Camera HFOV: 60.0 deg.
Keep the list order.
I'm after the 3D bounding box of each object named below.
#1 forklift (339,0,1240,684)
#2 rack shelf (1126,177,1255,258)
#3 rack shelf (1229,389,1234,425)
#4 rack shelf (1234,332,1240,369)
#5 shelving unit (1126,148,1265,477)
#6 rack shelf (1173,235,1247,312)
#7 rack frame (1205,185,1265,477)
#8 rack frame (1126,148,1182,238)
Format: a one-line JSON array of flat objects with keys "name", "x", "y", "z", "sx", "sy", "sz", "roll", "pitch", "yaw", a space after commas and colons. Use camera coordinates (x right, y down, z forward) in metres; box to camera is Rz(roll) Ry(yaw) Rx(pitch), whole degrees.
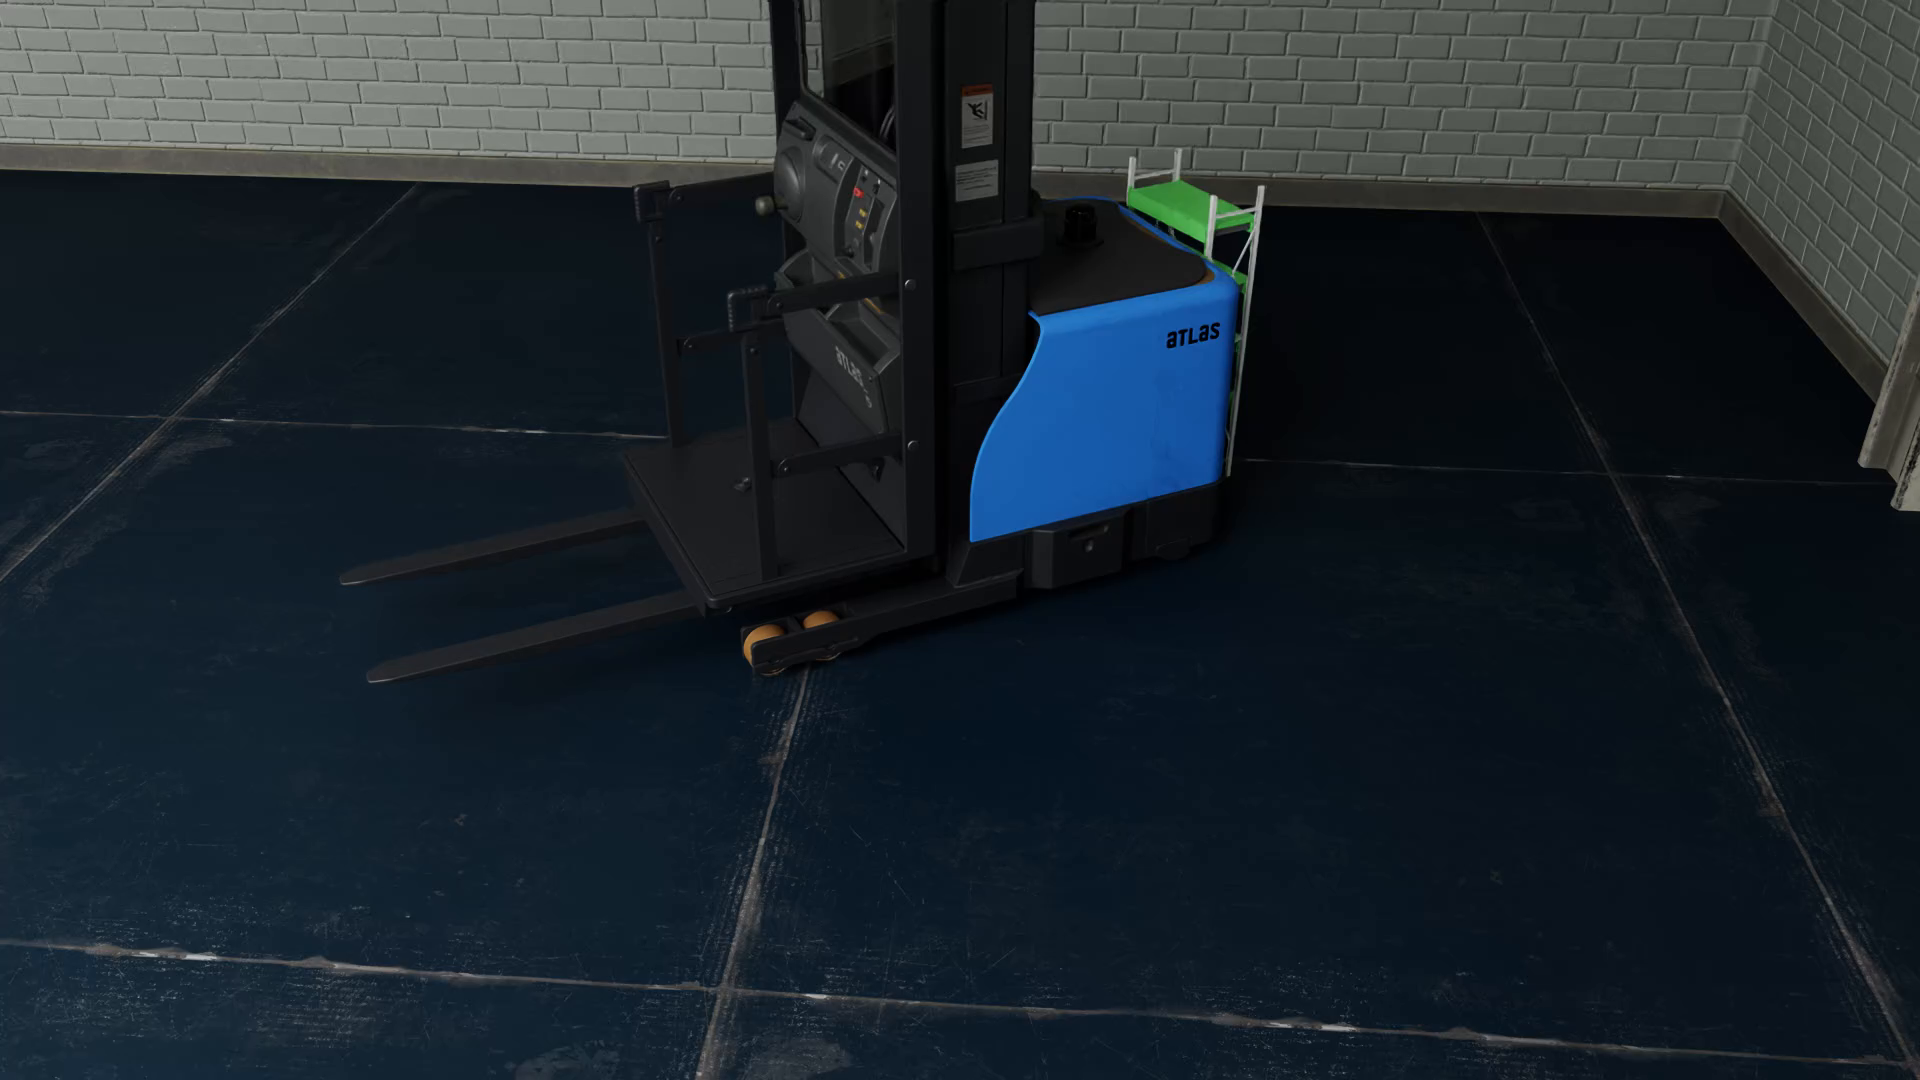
[{"name": "forklift", "x": -0.589, "y": -1.114, "z": 5.265, "sx": 3.031, "sy": 2.935, "sz": 1.130, "roll": -14, "pitch": 34, "yaw": -21}, {"name": "rack shelf", "x": 0.873, "y": -1.212, "z": 6.273, "sx": 0.258, "sy": 0.148, "sz": 0.480, "roll": -16, "pitch": 35, "yaw": -27}, {"name": "rack shelf", "x": 0.856, "y": -0.594, "z": 6.642, "sx": 0.258, "sy": 0.148, "sz": 0.480, "roll": -16, "pitch": 35, "yaw": -27}, {"name": "rack shelf", "x": 0.862, "y": -0.800, "z": 6.519, "sx": 0.258, "sy": 0.148, "sz": 0.480, "roll": -16, "pitch": 35, "yaw": -27}, {"name": "shelving unit", "x": 0.863, "y": -0.854, "z": 6.486, "sx": 0.258, "sy": 1.200, "sz": 0.503, "roll": -16, "pitch": 35, "yaw": -27}, {"name": "rack shelf", "x": 0.867, "y": -1.006, "z": 6.396, "sx": 0.258, "sy": 0.148, "sz": 0.480, "roll": -16, "pitch": 35, "yaw": -27}, {"name": "rack frame", "x": 0.991, "y": -0.745, "z": 6.309, "sx": 0.240, "sy": 1.200, "sz": 0.015, "roll": -16, "pitch": 35, "yaw": -27}, {"name": "rack frame", "x": 0.735, "y": -0.964, "z": 6.663, "sx": 0.240, "sy": 1.200, "sz": 0.015, "roll": -16, "pitch": 35, "yaw": -27}]
